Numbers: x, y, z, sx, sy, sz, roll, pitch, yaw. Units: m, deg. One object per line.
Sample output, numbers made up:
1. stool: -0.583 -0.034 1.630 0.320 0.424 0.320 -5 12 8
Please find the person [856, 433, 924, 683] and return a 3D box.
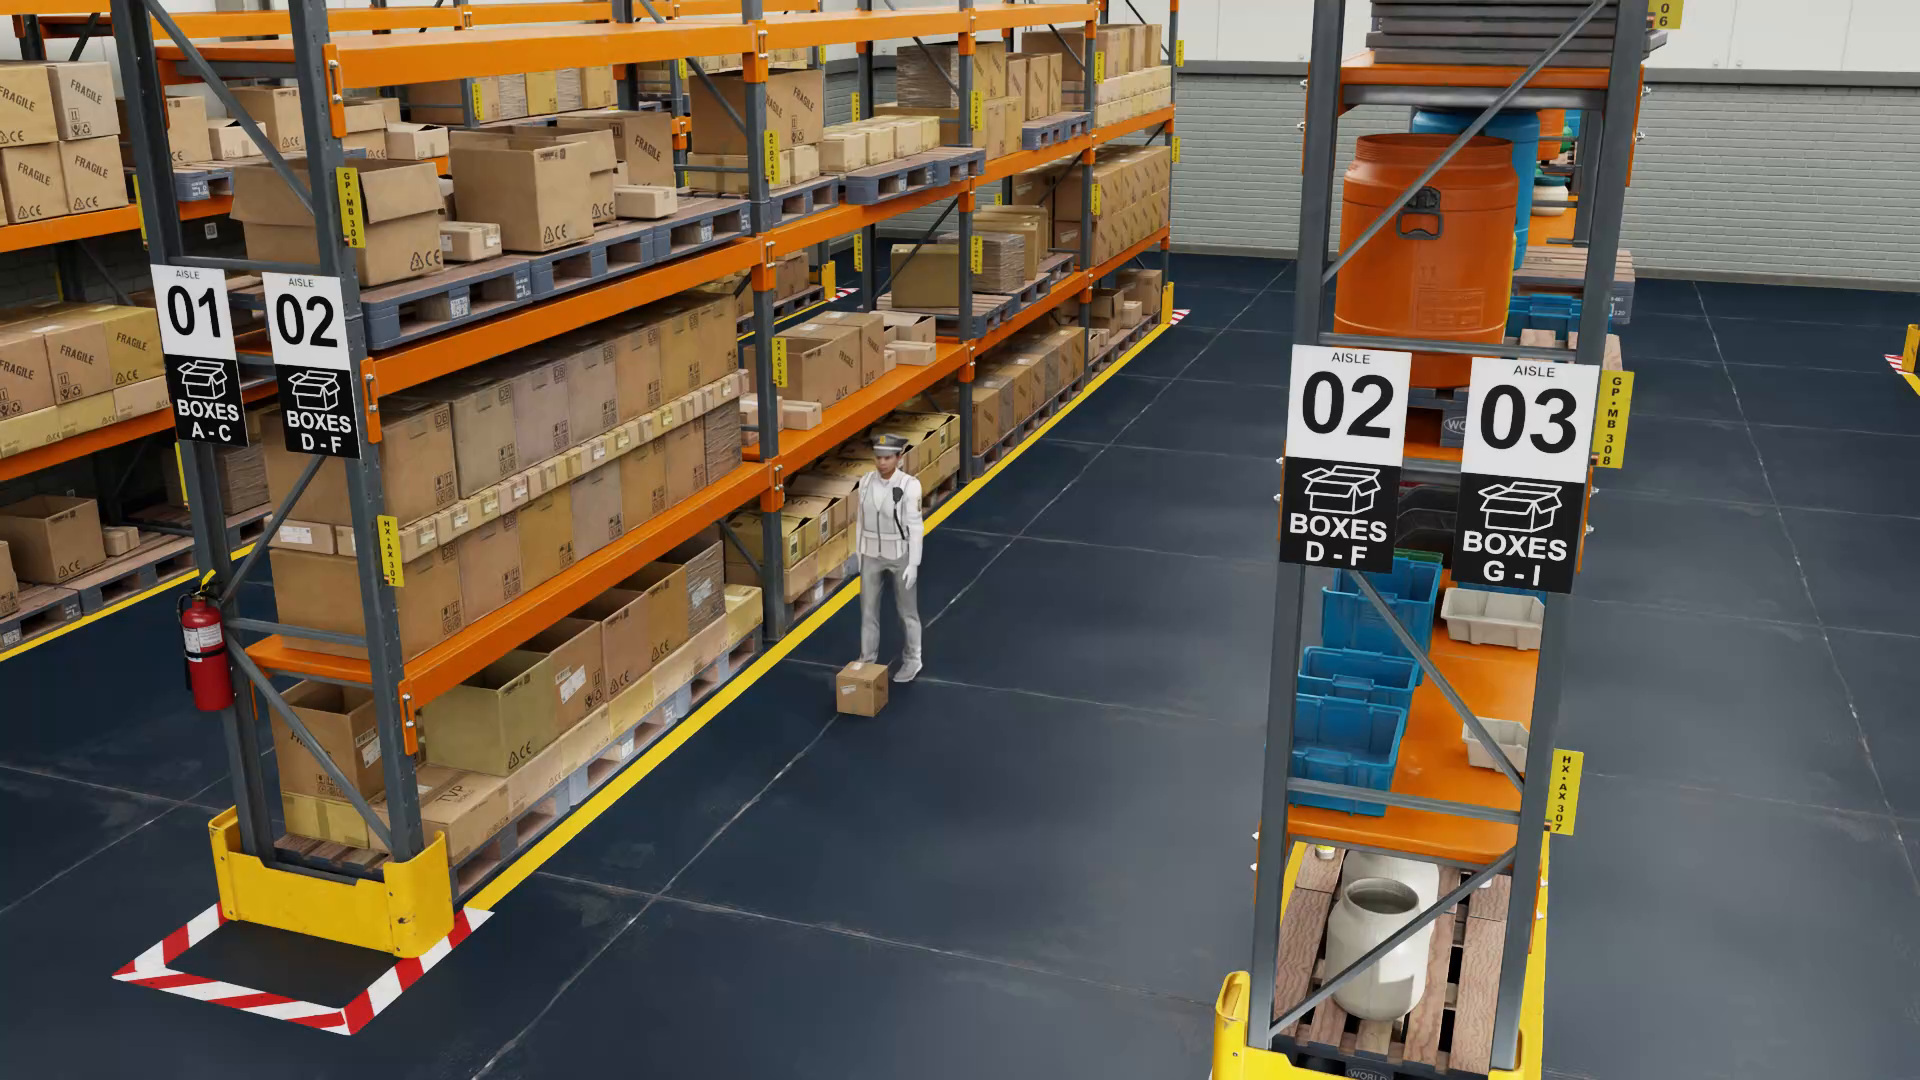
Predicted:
1. person: -0.475 0.132 10.636 0.480 1.690 0.538 7 20 19
